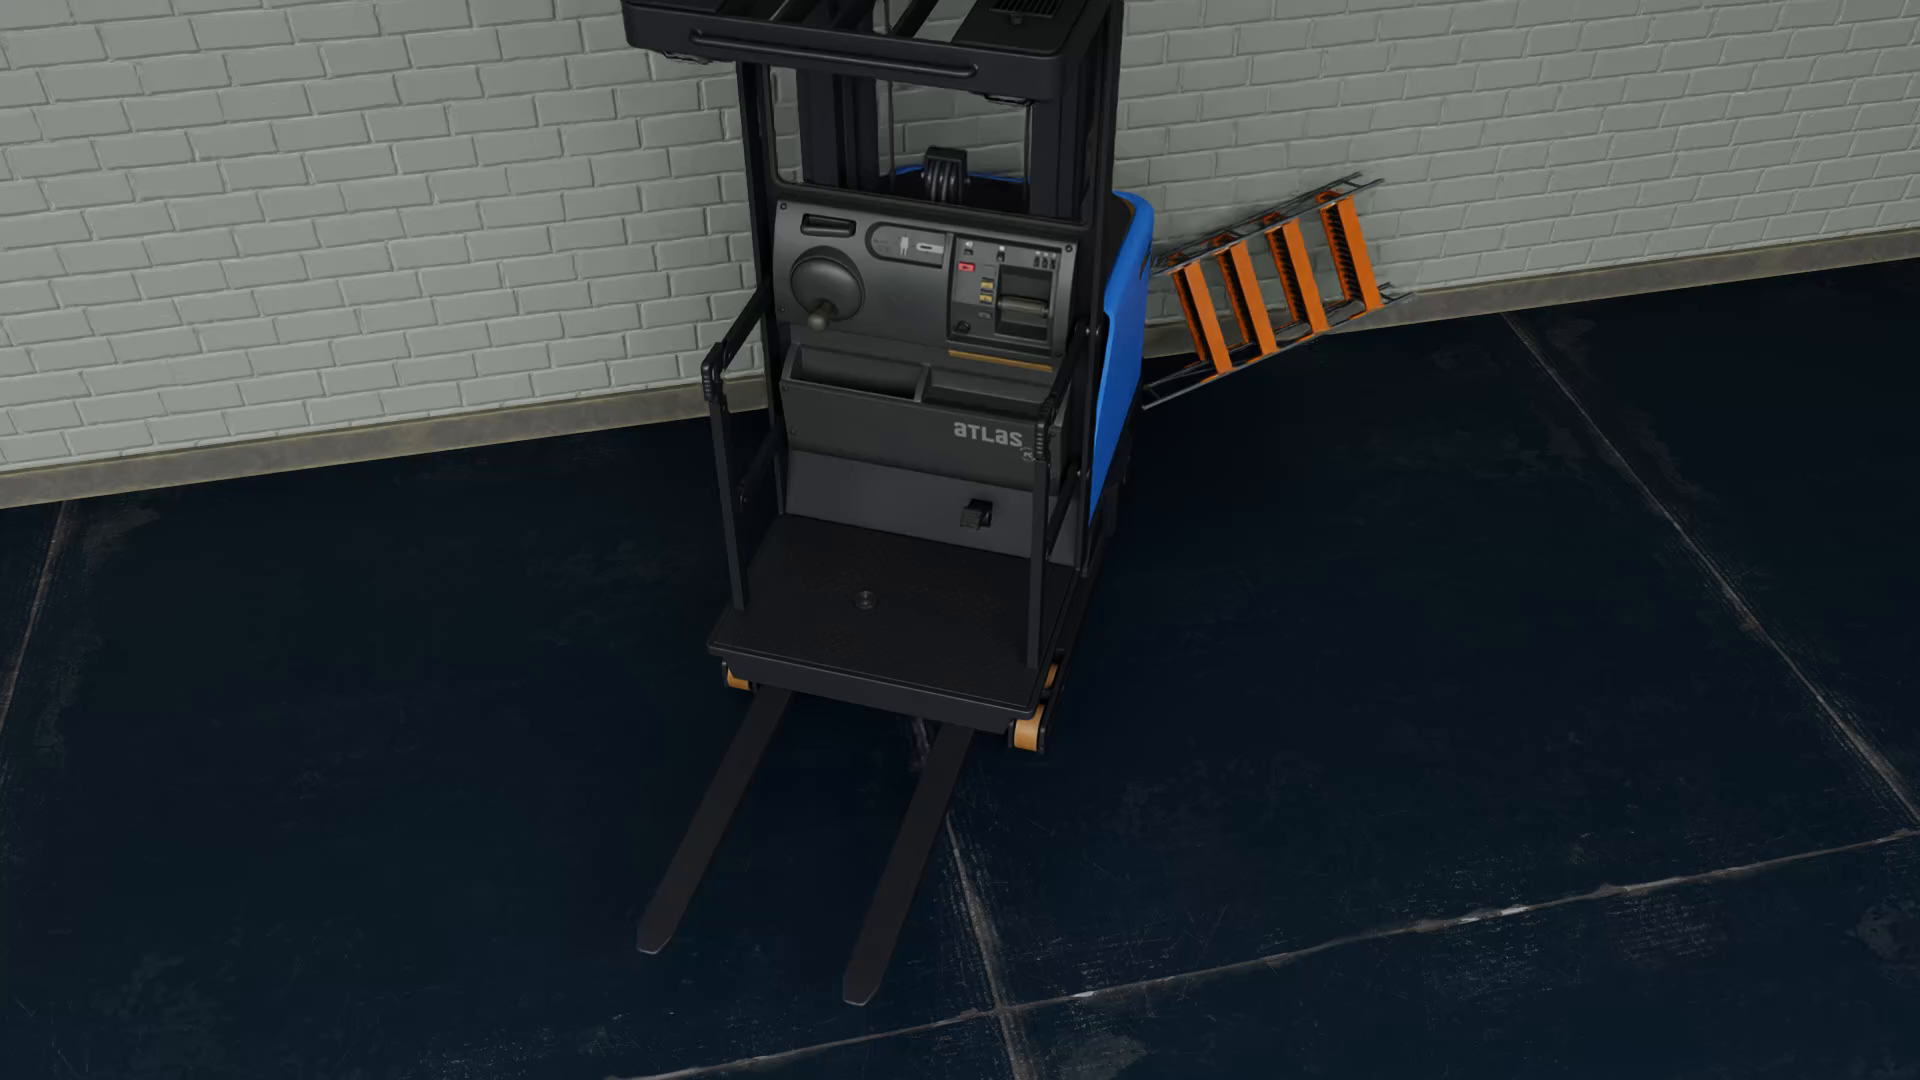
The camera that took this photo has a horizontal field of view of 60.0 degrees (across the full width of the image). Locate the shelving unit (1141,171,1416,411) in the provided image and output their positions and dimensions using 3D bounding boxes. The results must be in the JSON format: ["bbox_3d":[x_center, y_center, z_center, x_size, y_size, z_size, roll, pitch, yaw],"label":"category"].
[{"bbox_3d":[1.180,-1.009,6.716,1.200,0.503,0.258,-23,22,-2],"label":"shelving unit"}]

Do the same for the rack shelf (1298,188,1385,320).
[{"bbox_3d":[1.541,-1.162,6.731,0.148,0.480,0.258,-23,22,-2],"label":"rack shelf"}]

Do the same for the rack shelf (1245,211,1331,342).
[{"bbox_3d":[1.324,-1.070,6.722,0.148,0.480,0.258,-23,22,-2],"label":"rack shelf"}]

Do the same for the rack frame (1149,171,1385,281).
[{"bbox_3d":[1.094,-1.219,6.626,1.200,0.015,0.240,-23,22,-2],"label":"rack frame"}]

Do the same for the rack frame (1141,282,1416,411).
[{"bbox_3d":[1.265,-0.799,6.806,1.200,0.015,0.240,-23,22,-2],"label":"rack frame"}]

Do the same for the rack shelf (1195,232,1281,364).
[{"bbox_3d":[1.118,-0.983,6.714,0.148,0.480,0.258,-23,22,-2],"label":"rack shelf"}]

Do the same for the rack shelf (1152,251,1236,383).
[{"bbox_3d":[0.935,-0.906,6.706,0.148,0.480,0.258,-23,22,-2],"label":"rack shelf"}]

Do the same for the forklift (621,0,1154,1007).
[{"bbox_3d":[-0.170,-0.697,4.827,1.130,2.935,3.031,11,43,12],"label":"forklift"}]
